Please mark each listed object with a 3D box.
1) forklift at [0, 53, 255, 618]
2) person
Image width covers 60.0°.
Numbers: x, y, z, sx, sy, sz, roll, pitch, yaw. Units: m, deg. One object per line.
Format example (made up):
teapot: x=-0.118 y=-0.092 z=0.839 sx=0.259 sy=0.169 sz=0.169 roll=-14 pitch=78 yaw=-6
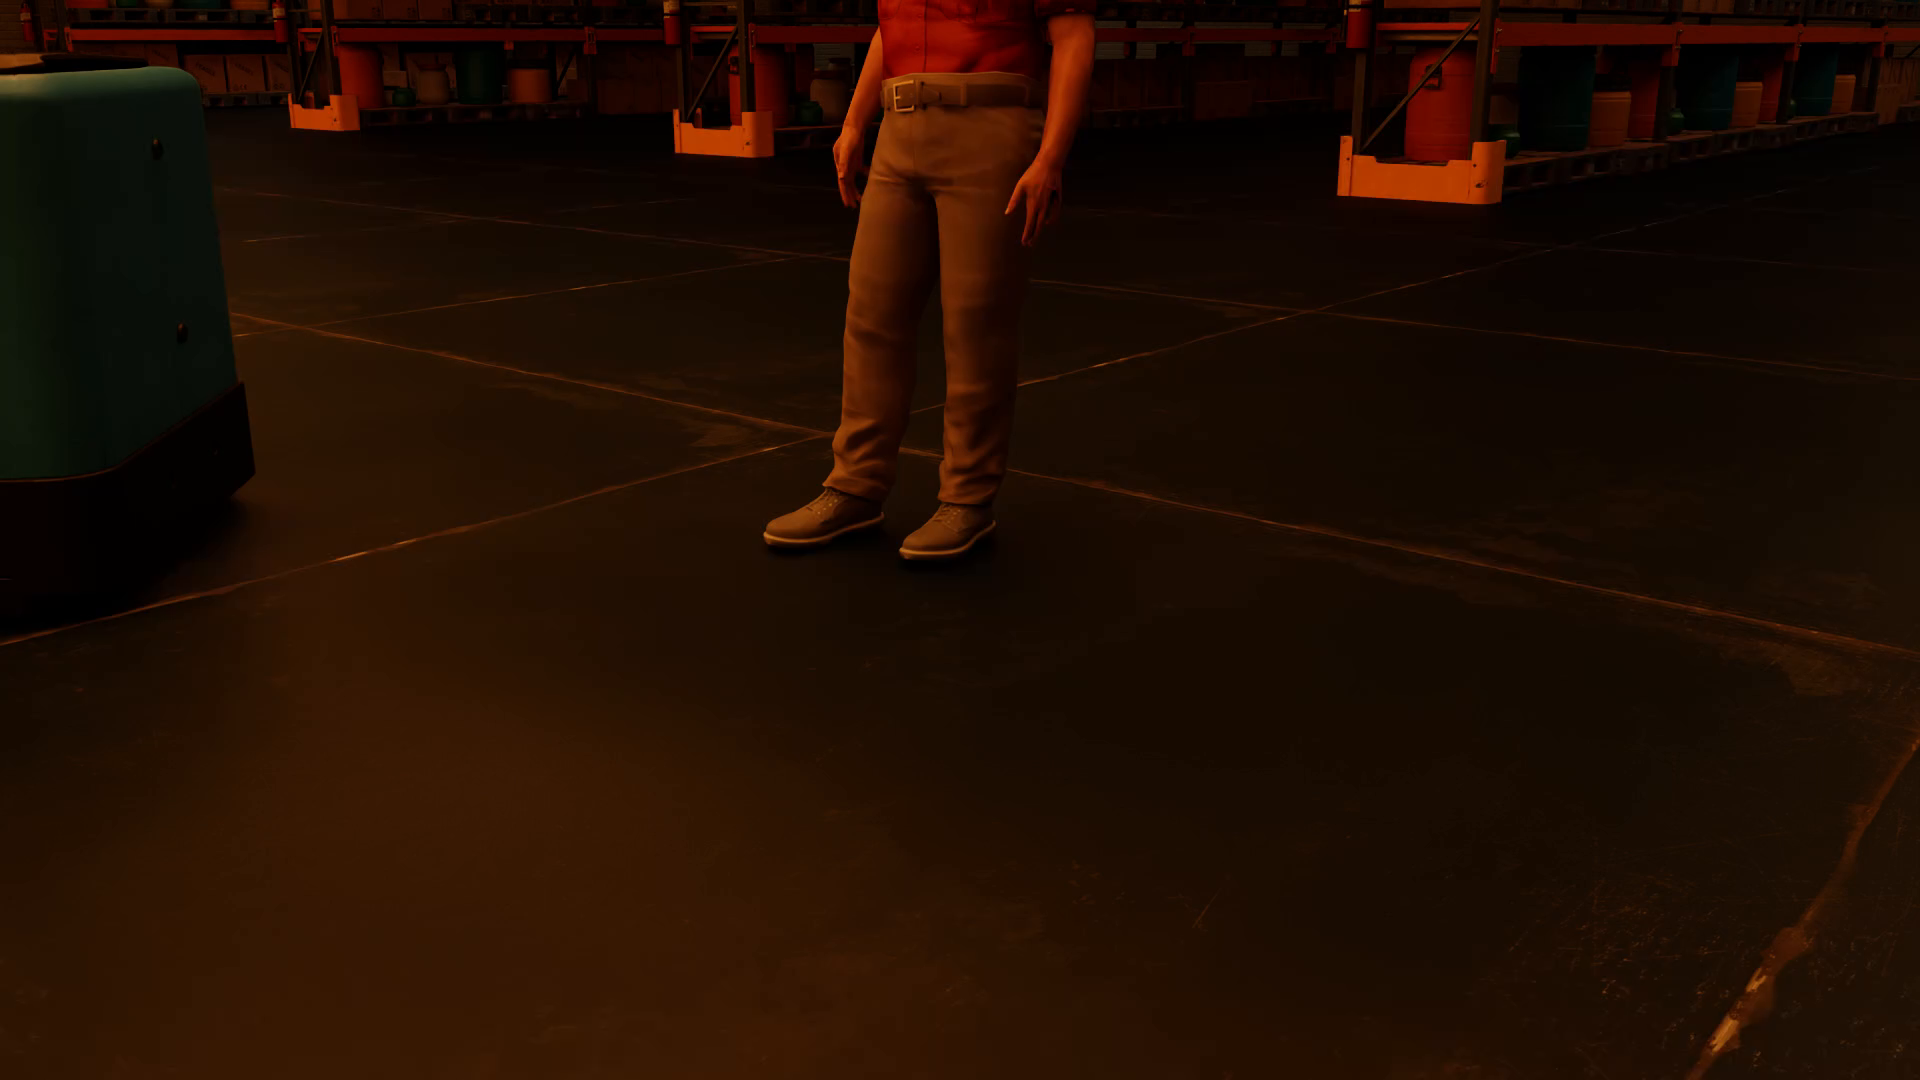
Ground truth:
forklift: x=-3.251 y=-1.324 z=3.257 sx=3.031 sy=2.935 sz=1.130 roll=-2 pitch=17 yaw=-7
person: x=-0.067 y=-0.816 z=3.630 sx=0.640 sy=1.727 sz=0.551 roll=13 pitch=21 yaw=37
